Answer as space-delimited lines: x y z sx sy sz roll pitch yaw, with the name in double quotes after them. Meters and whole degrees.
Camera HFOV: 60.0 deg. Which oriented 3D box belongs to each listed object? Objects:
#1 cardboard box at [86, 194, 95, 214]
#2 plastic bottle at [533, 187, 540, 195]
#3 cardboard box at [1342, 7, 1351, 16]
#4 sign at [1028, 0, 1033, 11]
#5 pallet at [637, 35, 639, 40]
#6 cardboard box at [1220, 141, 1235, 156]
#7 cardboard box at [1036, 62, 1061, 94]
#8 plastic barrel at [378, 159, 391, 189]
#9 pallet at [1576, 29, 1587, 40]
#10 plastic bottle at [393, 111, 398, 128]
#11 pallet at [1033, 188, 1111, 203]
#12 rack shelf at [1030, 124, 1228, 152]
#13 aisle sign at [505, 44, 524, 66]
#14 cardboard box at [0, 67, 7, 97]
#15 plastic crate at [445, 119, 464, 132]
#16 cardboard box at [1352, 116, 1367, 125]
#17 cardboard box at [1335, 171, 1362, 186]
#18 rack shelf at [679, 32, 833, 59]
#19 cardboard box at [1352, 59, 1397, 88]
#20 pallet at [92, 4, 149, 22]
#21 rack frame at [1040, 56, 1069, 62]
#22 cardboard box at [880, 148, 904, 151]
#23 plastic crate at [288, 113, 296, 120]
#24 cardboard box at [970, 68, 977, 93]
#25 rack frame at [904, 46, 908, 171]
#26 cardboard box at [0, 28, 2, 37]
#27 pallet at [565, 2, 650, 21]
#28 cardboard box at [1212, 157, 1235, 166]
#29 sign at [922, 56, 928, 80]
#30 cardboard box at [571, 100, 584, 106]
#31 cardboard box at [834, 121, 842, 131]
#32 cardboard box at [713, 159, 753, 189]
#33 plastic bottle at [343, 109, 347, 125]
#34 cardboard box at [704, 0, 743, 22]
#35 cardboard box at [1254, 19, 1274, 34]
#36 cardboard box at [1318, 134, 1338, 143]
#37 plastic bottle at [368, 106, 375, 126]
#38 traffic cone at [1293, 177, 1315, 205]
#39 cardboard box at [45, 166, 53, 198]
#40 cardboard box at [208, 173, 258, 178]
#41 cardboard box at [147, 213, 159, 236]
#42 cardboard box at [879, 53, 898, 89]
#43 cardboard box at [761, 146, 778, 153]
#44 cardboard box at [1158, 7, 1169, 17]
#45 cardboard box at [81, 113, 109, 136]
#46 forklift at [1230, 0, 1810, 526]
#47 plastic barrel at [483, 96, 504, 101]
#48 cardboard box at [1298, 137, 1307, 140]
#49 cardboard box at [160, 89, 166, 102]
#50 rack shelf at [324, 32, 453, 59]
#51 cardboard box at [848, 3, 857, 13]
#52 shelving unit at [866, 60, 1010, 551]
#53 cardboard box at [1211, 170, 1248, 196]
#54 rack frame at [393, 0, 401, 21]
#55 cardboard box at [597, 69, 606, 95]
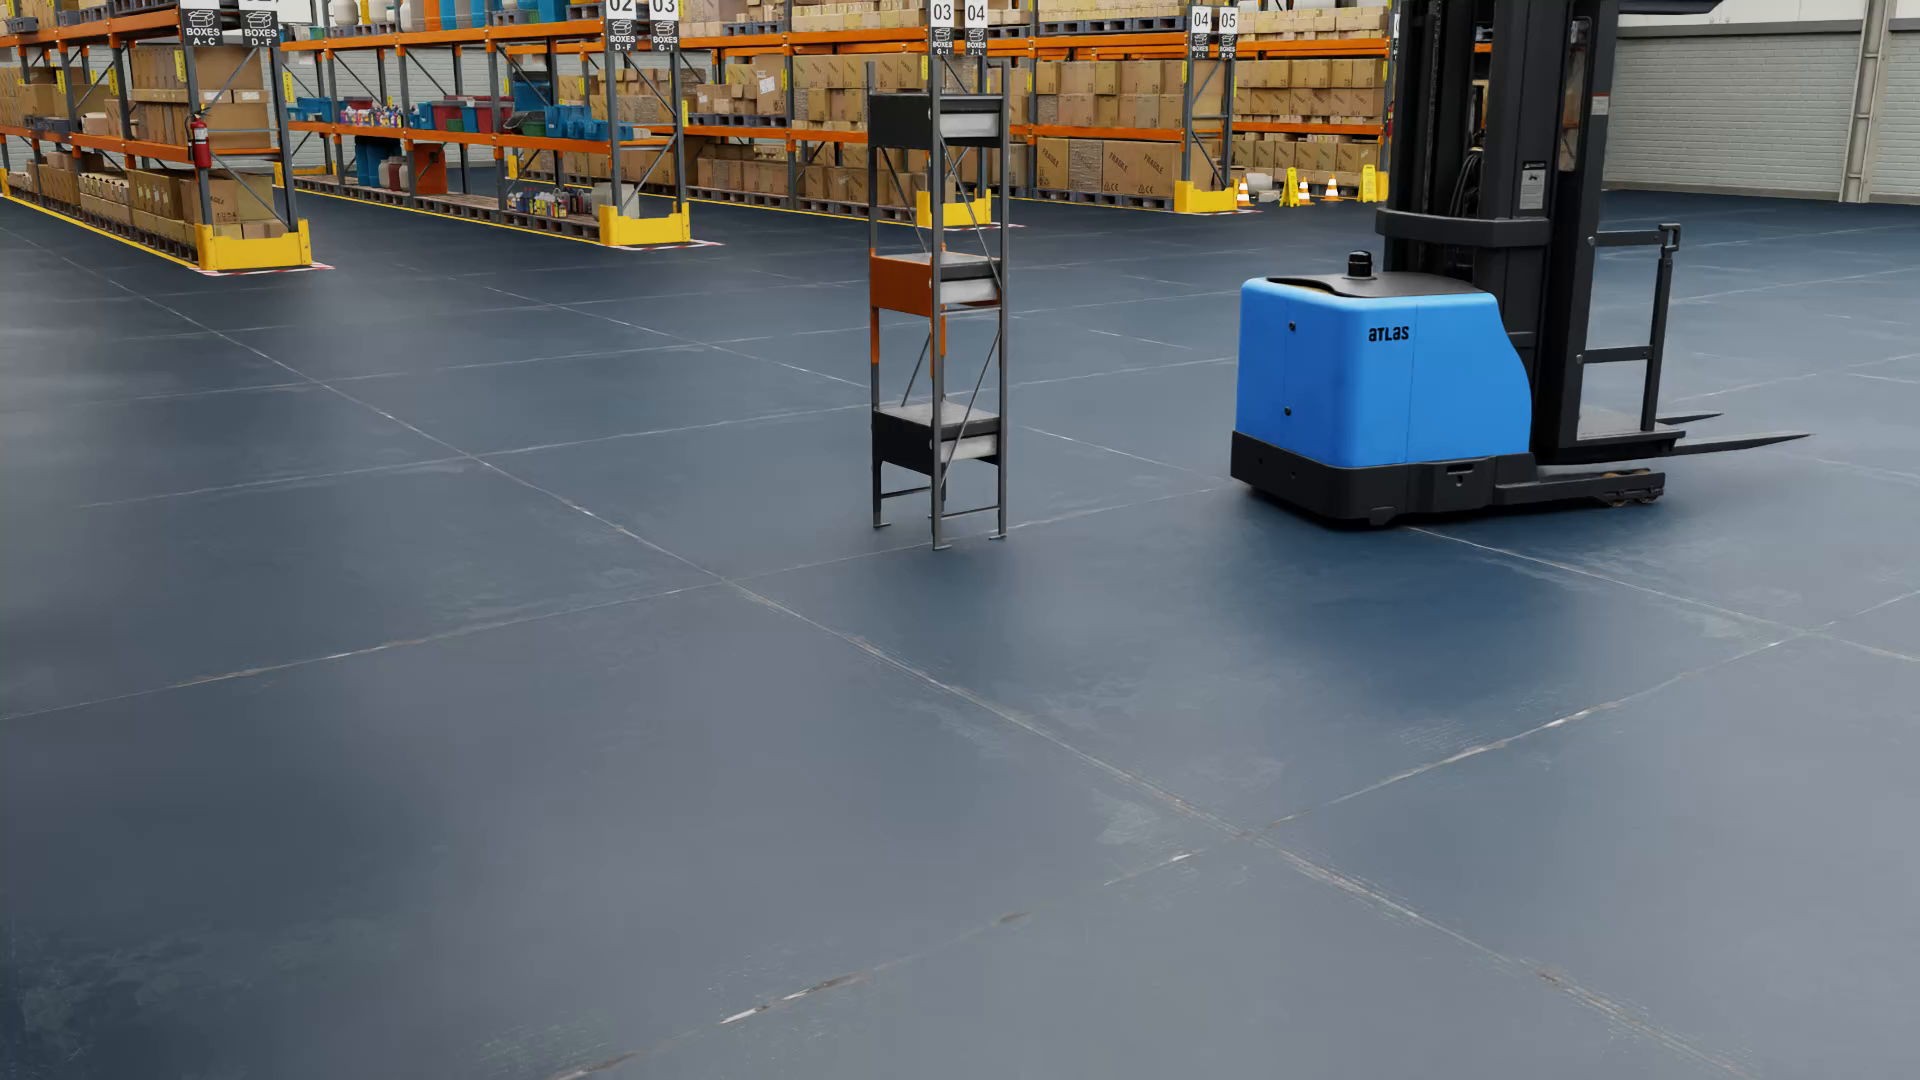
-12.396 -4.902 24.219 0.500 0.250 0.500 -12 19 -36 "cardboard box"
-6.146 -4.925 24.072 0.144 0.351 0.185 -11 19 -35 "plastic bottle"
7.142 -9.569 30.139 0.380 0.149 0.250 -11 19 -34 "cardboard box"
1.243 -9.483 29.286 0.100 0.325 0.005 -11 19 -35 "sign"
-5.829 -9.551 31.466 1.003 0.211 1.213 -10 18 -32 "pallet"
6.573 -9.299 39.810 0.500 0.500 0.500 -11 19 -35 "cardboard box"
1.865 -8.231 29.637 0.875 0.550 0.550 -11 19 -35 "cardboard box"
-10.123 -6.511 29.601 0.421 0.512 0.421 0 15 0 "plastic barrel"
11.591 -9.988 32.872 1.003 0.211 1.213 -11 19 -35 "pallet"
-9.472 -7.072 27.954 0.061 0.283 0.133 -11 19 -35 "plastic bottle"
2.060 -6.202 29.837 1.003 0.211 1.213 -11 19 -35 "pallet"
2.852 -6.948 28.641 1.077 0.370 4.000 -11 19 -35 "rack shelf"
-9.736 -10.759 36.278 0.394 0.787 0.004 -11 19 -35 "aisle sign"
-16.815 -8.176 29.682 0.500 0.500 0.500 -11 19 -34 "cardboard box"
-7.654 -6.431 25.791 0.450 0.188 0.662 -11 19 -35 "plastic crate"
7.341 -7.620 30.211 0.380 0.149 0.250 -11 19 -35 "cardboard box"
7.265 -6.670 30.676 0.500 0.250 0.500 -11 19 -35 "cardboard box"
-3.571 -8.500 28.632 1.077 0.370 4.000 -11 19 -35 "rack shelf"
7.496 -8.407 29.962 0.700 0.500 0.500 -11 19 -36 "cardboard box"
-10.940 -6.978 22.068 0.805 0.209 1.217 -12 19 -37 "pallet"
2.578 -11.845 45.173 1.000 3.000 0.127 -11 19 -35 "rack frame"
-1.290 -8.040 33.788 0.500 0.250 0.500 -11 19 -36 "cardboard box"
-13.058 -8.339 32.747 0.250 0.136 0.298 -11 19 -35 "plastic crate"
0.483 -8.683 31.535 0.700 0.500 0.500 -11 19 -35 "cardboard box"
-0.676 -8.576 33.228 1.000 3.000 0.127 -11 19 -35 "rack frame"
-16.492 -8.903 29.026 0.500 0.250 0.500 -11 19 -35 "cardboard box"
-4.457 -6.898 21.773 1.003 0.211 1.213 -11 19 -35 "pallet"
5.310 -7.558 33.692 0.950 0.372 0.625 -11 19 -34 "cardboard box"
-0.504 -6.748 23.758 0.100 0.325 0.005 -11 19 -35 "sign"
-7.571 -8.806 33.790 0.500 0.250 0.500 -11 19 -36 "cardboard box"
-1.757 -6.497 26.106 0.380 0.149 0.250 -11 19 -35 "cardboard box"
-4.001 -6.578 29.829 0.700 0.500 0.500 -13 20 -39 "cardboard box"
-11.157 -7.684 30.189 0.061 0.283 0.133 -11 19 -35 "plastic bottle"
-4.082 -9.208 28.720 0.500 0.500 0.500 -12 19 -36 "cardboard box"
5.969 -9.784 31.682 0.500 0.250 0.500 -11 19 -35 "cardboard box"
6.875 -7.461 30.918 0.380 0.149 0.250 -10 18 -34 "cardboard box"
-10.256 -7.408 29.053 0.144 0.351 0.185 -11 19 -35 "plastic bottle"
5.978 -6.081 28.916 0.336 0.463 0.334 -11 19 -35 "traffic cone"
-14.704 -5.898 27.346 0.500 0.500 0.500 -11 19 -34 "cardboard box"
-8.794 -4.181 20.162 0.500 0.500 0.500 -11 19 -35 "cardboard box"
-9.804 -3.952 20.746 0.500 0.250 0.500 -11 19 -35 "cardboard box"
-0.865 -6.978 24.743 0.500 0.500 0.500 -11 19 -35 "cardboard box"
-4.274 -8.847 37.697 0.380 0.149 0.250 -12 19 -36 "cardboard box"
3.411 -8.516 26.819 0.380 0.149 0.250 -11 19 -34 "cardboard box"
-12.393 -6.027 24.083 0.500 0.311 0.500 -11 19 -35 "cardboard box"
2.955 -1.700 8.235 3.031 2.935 1.130 -6 16 -20 "forklift"
-7.218 -6.665 25.989 0.433 0.535 0.433 0 15 0 "plastic barrel"
8.028 -8.921 38.190 0.875 0.625 0.625 -10 18 -33 "cardboard box"
-9.351 -5.326 19.937 0.380 0.149 0.250 -11 19 -35 "cardboard box"
-9.930 -8.586 28.944 1.077 0.370 4.000 -11 19 -35 "rack shelf"
-1.477 -8.101 25.338 0.380 0.149 0.250 -10 18 -33 "cardboard box"
-0.097 -1.048 7.428 0.431 2.100 0.503 -11 19 -35 "shelving unit"
4.892 -6.436 30.136 0.637 0.503 0.797 4 16 13 "cardboard box"
-8.754 -9.952 26.893 1.000 3.000 0.127 -11 19 -35 "rack frame"
-6.717 -9.079 32.975 0.797 0.503 0.637 -11 19 -36 "cardboard box"
